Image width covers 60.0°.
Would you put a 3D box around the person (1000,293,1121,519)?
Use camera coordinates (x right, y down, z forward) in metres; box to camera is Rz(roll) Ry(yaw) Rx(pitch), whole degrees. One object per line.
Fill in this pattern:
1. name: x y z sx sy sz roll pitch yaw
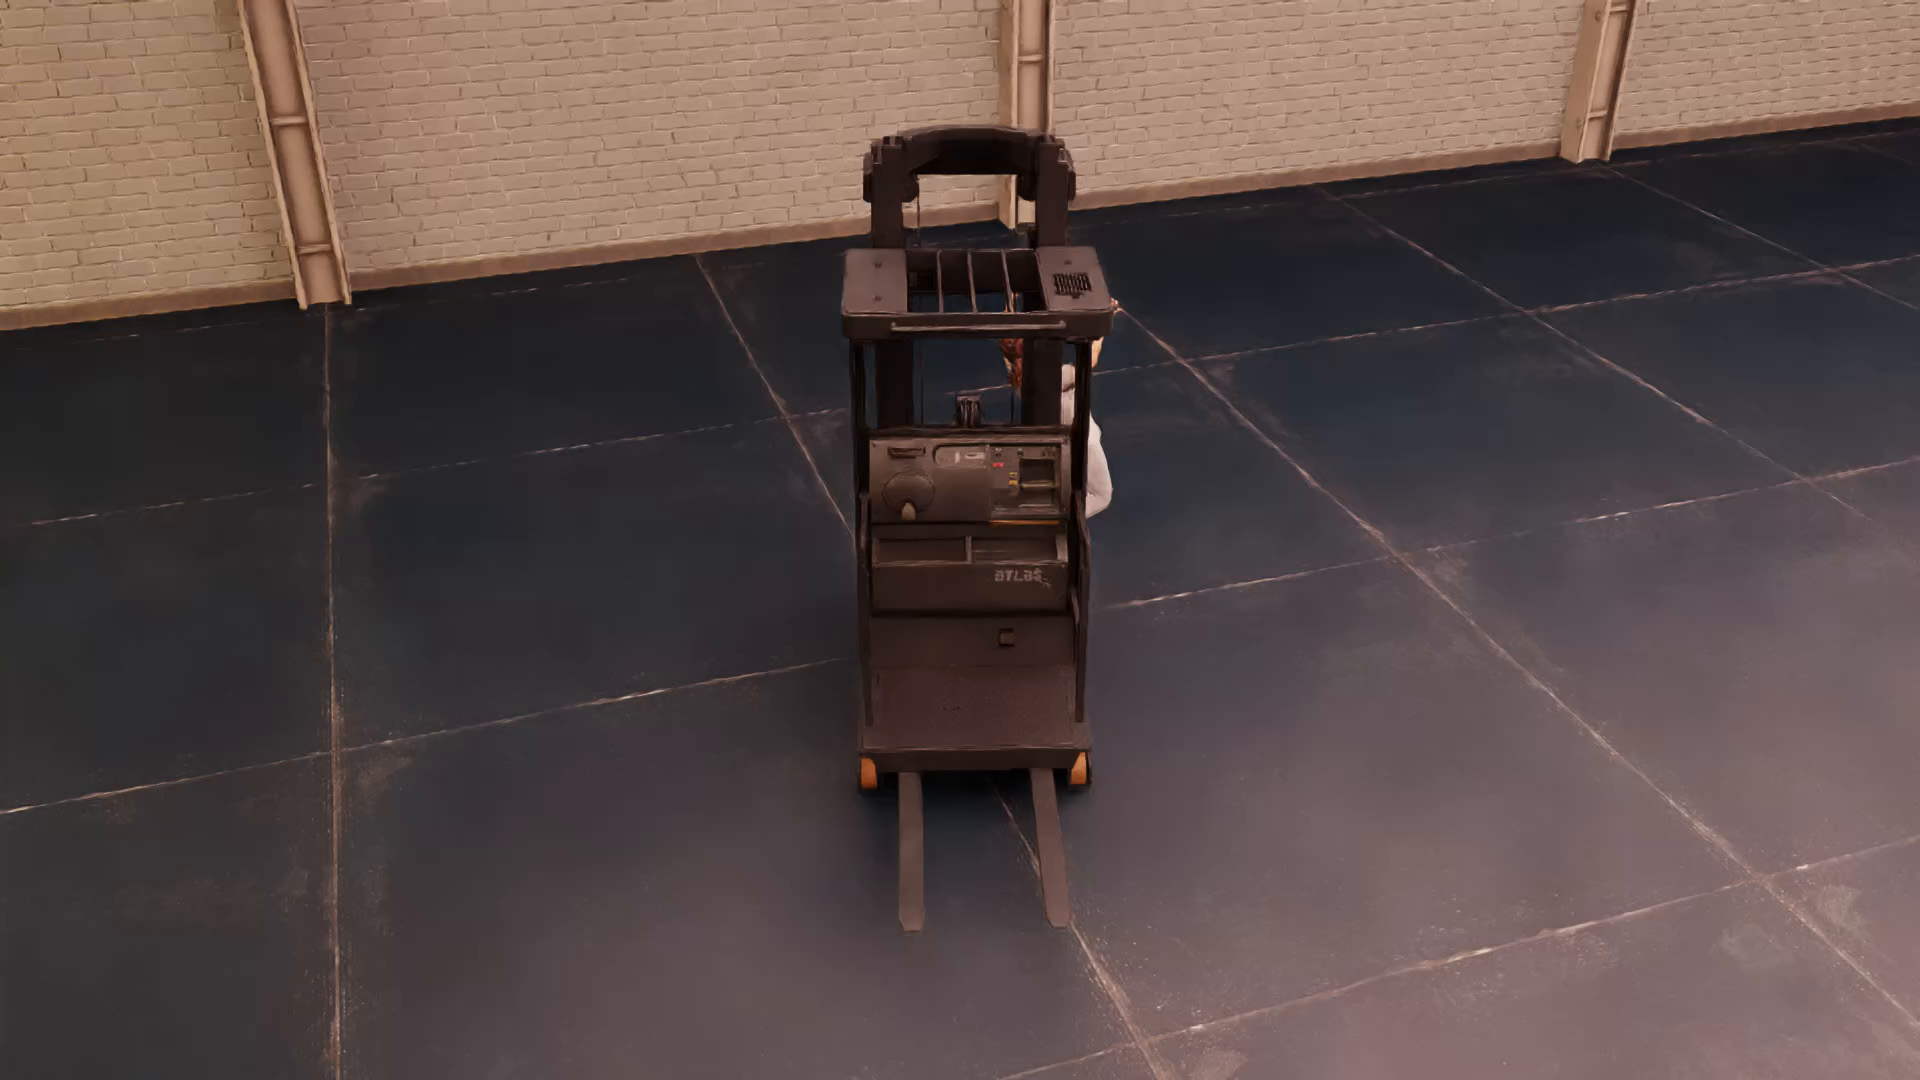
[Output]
1. person: 0.543 -0.767 9.806 0.764 1.565 0.923 -11 32 -19

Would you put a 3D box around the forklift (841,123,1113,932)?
1. forklift: 0.056 -0.239 7.503 1.130 2.935 3.031 -1 30 -2
